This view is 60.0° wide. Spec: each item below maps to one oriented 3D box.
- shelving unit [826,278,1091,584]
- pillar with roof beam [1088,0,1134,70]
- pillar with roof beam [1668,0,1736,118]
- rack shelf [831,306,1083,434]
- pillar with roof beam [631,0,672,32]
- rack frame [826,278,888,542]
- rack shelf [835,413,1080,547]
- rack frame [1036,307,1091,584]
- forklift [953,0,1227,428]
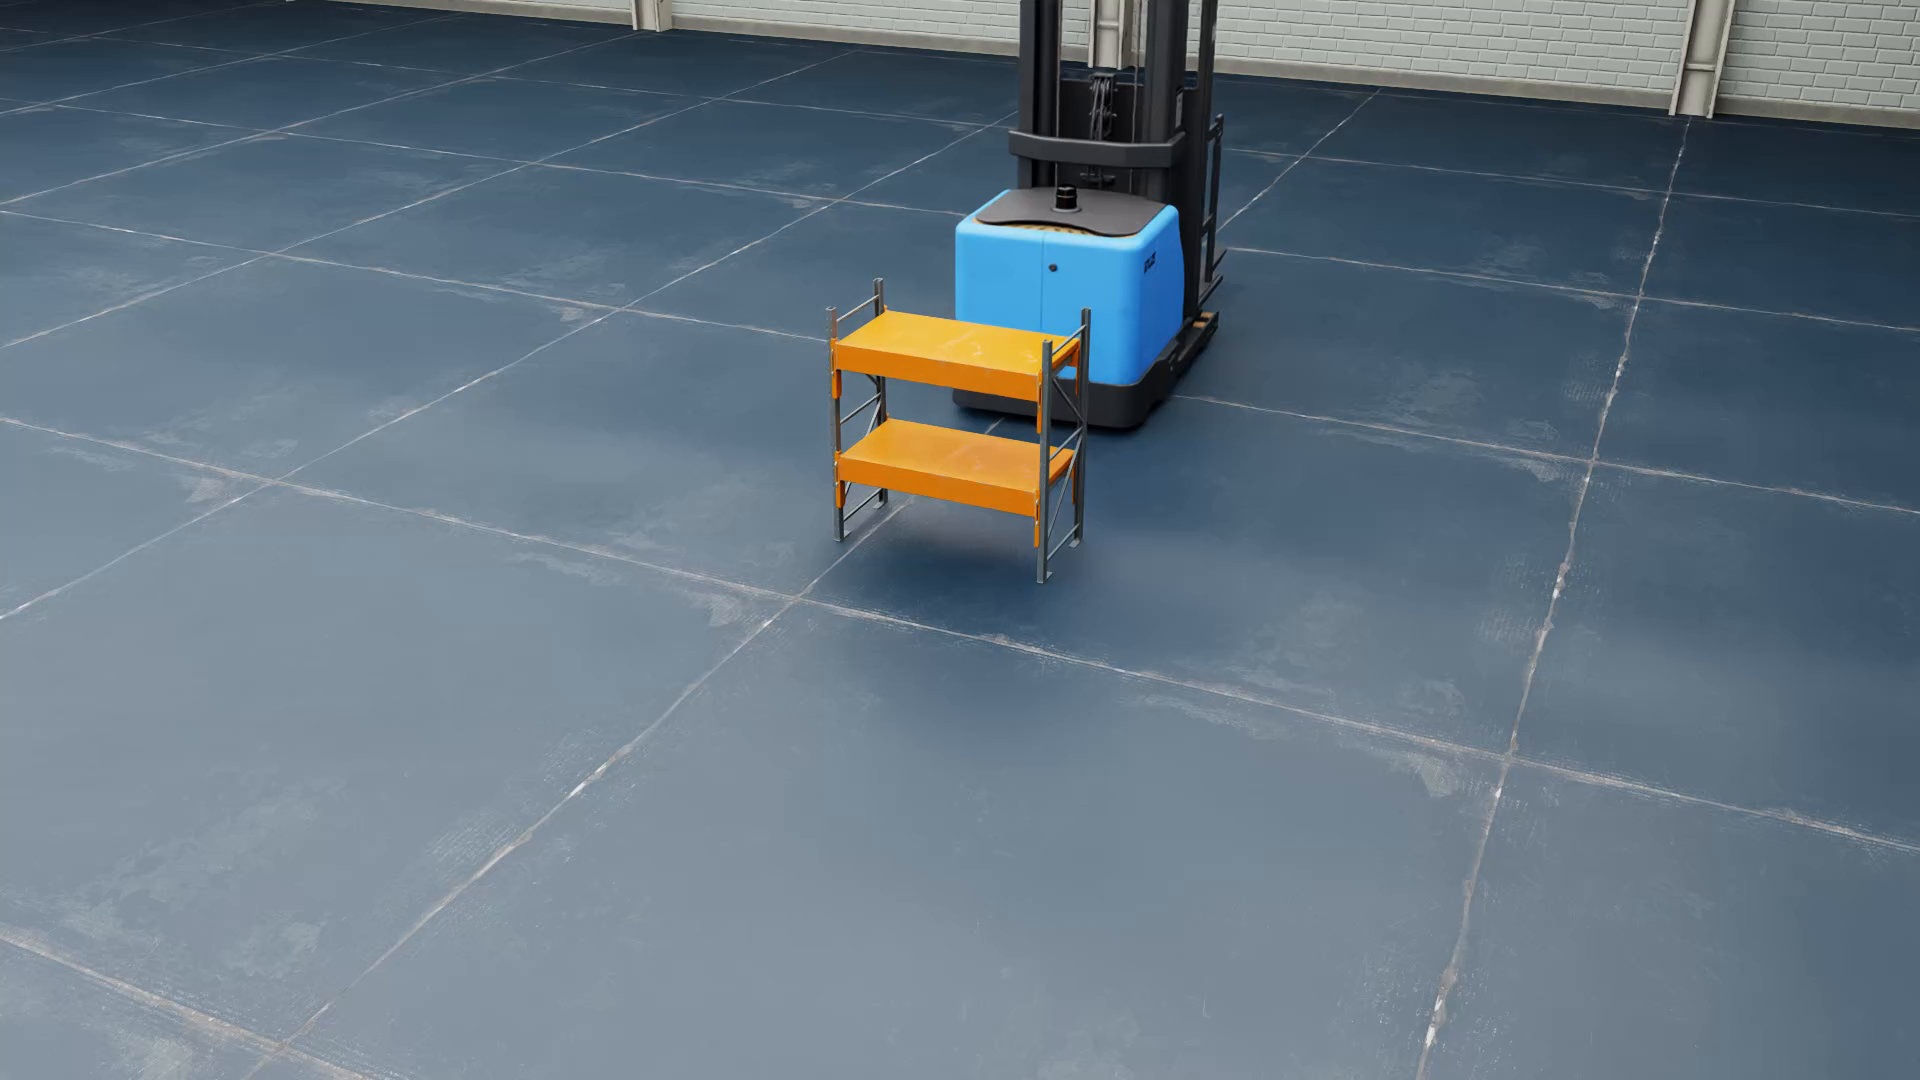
[{"bbox_3d":[-0.006,-0.506,7.504,1.048,1.125,0.538,11,28,22],"label":"shelving unit"},{"bbox_3d":[-0.126,-7.555,12.906,0.400,9.000,9.100,11,28,22],"label":"pillar with roof beam"},{"bbox_3d":[5.335,-6.457,10.678,0.400,9.000,9.100,11,28,22],"label":"pillar with roof beam"},{"bbox_3d":[-0.006,-0.768,7.375,1.000,0.278,0.538,11,28,22],"label":"rack shelf"},{"bbox_3d":[-5.588,-8.652,15.135,0.400,9.000,9.100,11,28,22],"label":"pillar with roof beam"},{"bbox_3d":[-0.469,-0.599,7.693,0.032,1.125,0.500,11,28,22],"label":"rack frame"},{"bbox_3d":[-0.006,-0.287,7.612,1.000,0.278,0.538,11,28,22],"label":"rack shelf"},{"bbox_3d":[0.457,-0.413,7.315,0.032,1.125,0.500,11,28,22],"label":"rack frame"},{"bbox_3d":[0.957,-2.534,9.580,1.130,2.935,3.031,9,28,19],"label":"forklift"}]
